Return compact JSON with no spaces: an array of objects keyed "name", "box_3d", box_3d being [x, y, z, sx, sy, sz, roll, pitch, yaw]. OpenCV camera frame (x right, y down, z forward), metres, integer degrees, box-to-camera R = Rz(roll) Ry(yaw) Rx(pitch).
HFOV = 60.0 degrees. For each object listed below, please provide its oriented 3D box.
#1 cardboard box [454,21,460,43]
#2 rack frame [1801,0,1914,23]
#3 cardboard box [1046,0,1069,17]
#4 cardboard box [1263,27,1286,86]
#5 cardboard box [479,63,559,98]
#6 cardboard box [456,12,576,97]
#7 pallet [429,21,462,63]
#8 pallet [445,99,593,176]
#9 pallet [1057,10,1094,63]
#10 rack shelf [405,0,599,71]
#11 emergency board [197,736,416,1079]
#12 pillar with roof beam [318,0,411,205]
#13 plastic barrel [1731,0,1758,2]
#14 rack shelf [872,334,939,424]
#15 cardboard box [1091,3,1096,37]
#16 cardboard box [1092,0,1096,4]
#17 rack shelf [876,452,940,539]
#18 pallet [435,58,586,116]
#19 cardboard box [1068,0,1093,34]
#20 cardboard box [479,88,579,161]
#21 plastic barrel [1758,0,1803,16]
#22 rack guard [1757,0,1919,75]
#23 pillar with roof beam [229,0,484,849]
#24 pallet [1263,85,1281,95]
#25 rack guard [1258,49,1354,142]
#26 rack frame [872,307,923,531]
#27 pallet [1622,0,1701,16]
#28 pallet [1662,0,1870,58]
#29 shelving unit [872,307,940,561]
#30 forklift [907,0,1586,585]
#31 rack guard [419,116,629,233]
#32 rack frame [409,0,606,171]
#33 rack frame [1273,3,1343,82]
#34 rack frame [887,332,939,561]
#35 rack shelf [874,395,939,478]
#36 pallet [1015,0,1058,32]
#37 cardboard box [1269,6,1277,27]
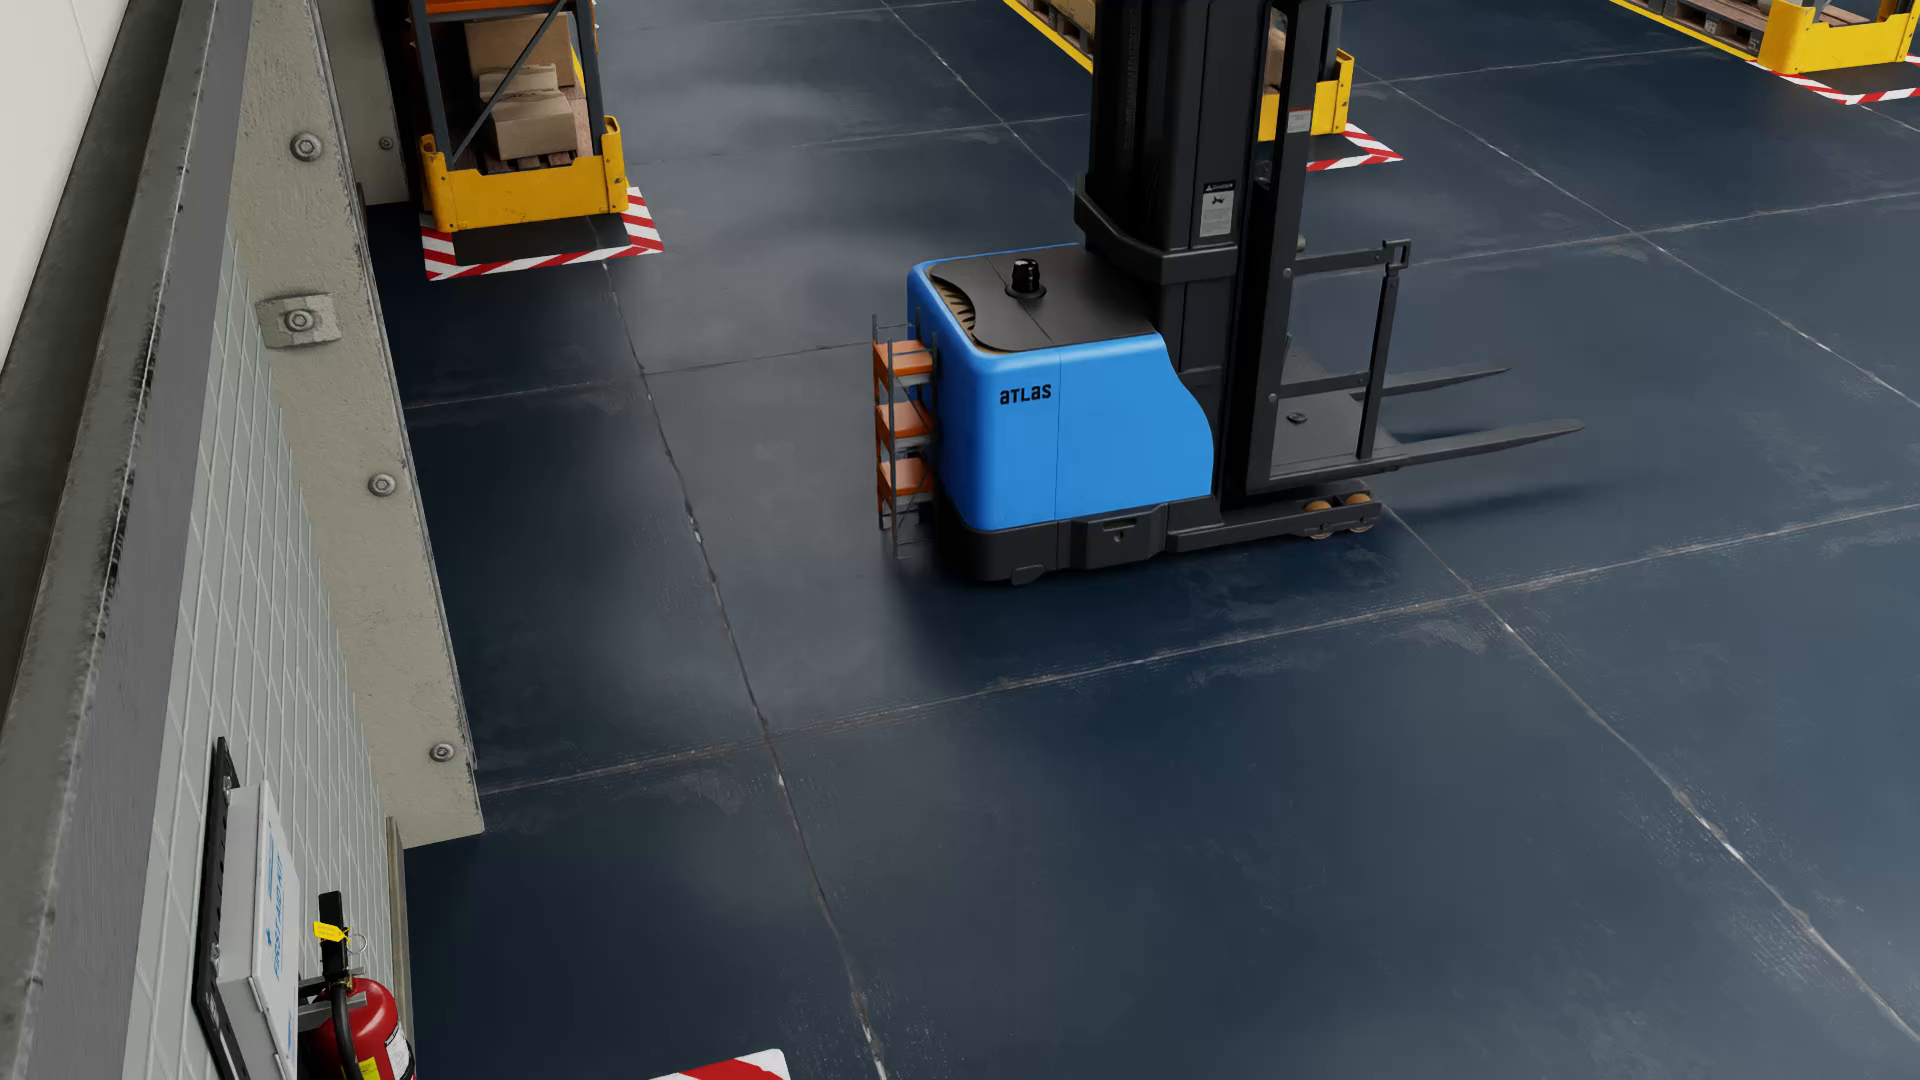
[{"name":"cardboard box","box_3d":[-3.504,-3.955,12.382,0.500,0.500,0.500,-13,35,-18]},{"name":"rack frame","box_3d":[6.797,-4.918,11.972,1.000,3.000,0.127,-10,35,-15]},{"name":"cardboard box","box_3d":[1.006,-4.394,13.292,0.500,0.250,0.500,-10,35,-15]},{"name":"cardboard box","box_3d":[2.126,-3.434,11.839,0.500,0.250,0.500,-10,35,-15]},{"name":"cardboard box","box_3d":[-2.937,-2.992,11.096,0.500,0.311,0.500,-7,34,-11]},{"name":"cardboard box","box_3d":[-3.114,-3.464,11.640,0.700,0.500,0.500,-12,35,-18]},{"name":"pallet","box_3d":[-3.620,-3.842,12.873,1.003,0.211,1.213,-10,35,-15]},{"name":"pallet","box_3d":[-2.876,-2.561,10.934,1.003,0.211,1.213,-10,35,-15]},{"name":"pallet","box_3d":[1.437,-3.958,13.048,1.003,0.211,1.213,-10,35,-15]},{"name":"rack shelf","box_3d":[-3.248,-4.002,11.238,1.077,0.370,4.000,-10,35,-15]},{"name":"emergency board","box_3d":[-1.128,0.980,3.046,0.194,1.169,0.643,-10,35,-15]},{"name":"pillar with roof beam","box_3d":[0.424,-6.701,9.228,9.100,9.000,0.400,-10,35,-15]},{"name":"plastic barrel","box_3d":[6.370,-4.651,13.444,0.421,0.512,0.421,0,33,0]},{"name":"rack shelf","box_3d":[-0.224,-0.659,6.800,0.215,0.259,0.240,-10,35,-14]},{"name":"cardboard box","box_3d":[1.315,-3.870,12.498,0.500,0.250,0.500,-10,35,-15]},{"name":"cardboard box","box_3d":[1.312,-4.182,12.291,0.500,0.500,0.500,-10,35,-15]},{"name":"rack shelf","box_3d":[-0.224,-0.191,7.110,0.215,0.259,0.240,-10,35,-14]},{"name":"pallet","box_3d":[-3.244,-3.200,11.902,1.003,0.211,1.213,-10,35,-15]},{"name":"cardboard box","box_3d":[1.164,-4.132,12.896,0.500,0.250,0.500,-10,35,-15]},{"name":"cardboard box","box_3d":[-2.764,-2.692,10.643,0.500,0.311,0.500,-14,36,-20]},{"name":"plastic barrel","box_3d":[6.523,-4.388,13.045,0.421,0.512,0.421,0,33,0]},{"name":"rack guard","box_3d":[6.729,-3.907,12.709,1.175,0.500,0.348,-10,35,-15]},{"name":"pillar with roof beam","box_3d":[2.254,-3.551,4.461,9.100,9.000,0.400,-10,35,-15]},{"name":"pallet","box_3d":[1.805,-3.318,12.080,1.003,0.211,1.213,-10,35,-15]},{"name":"rack guard","box_3d":[2.086,-3.032,11.384,1.175,0.500,0.348,-10,35,-15]},{"name":"rack frame","box_3d":[-0.259,-0.496,7.048,0.200,1.050,0.008,-10,35,-14]},{"name":"pallet","box_3d":[6.117,-4.853,14.404,1.003,0.211,1.213,-10,35,-15]},{"name":"pallet","box_3d":[6.486,-4.214,13.436,1.003,0.211,1.213,-10,35,-15]},{"name":"shelving unit","box_3d":[-0.224,-0.432,6.951,0.215,1.050,0.252,-10,35,-14]},{"name":"forklift","box_3d":[1.335,-1.495,6.854,3.031,2.935,1.130,-10,35,-14]},{"name":"rack guard","box_3d":[-2.661,-2.249,10.200,1.175,0.500,0.348,-10,35,-15]},{"name":"rack frame","box_3d":[-2.638,-3.252,9.451,1.000,3.000,0.127,-10,35,-15]},{"name":"rack frame","box_3d":[2.078,-4.087,10.714,1.000,3.000,0.127,-10,35,-15]},{"name":"rack frame","box_3d":[-0.188,-0.367,6.853,0.200,1.050,0.008,-10,35,-14]},{"name":"rack shelf","box_3d":[-0.224,-0.423,6.956,0.215,0.259,0.240,-10,35,-14]},{"name":"pallet","box_3d":[1.061,-4.599,14.019,1.003,0.211,1.213,-10,35,-15]},{"name":"cardboard box","box_3d":[1.972,-4.009,12.029,0.500,0.500,0.500,-10,35,-15]}]
